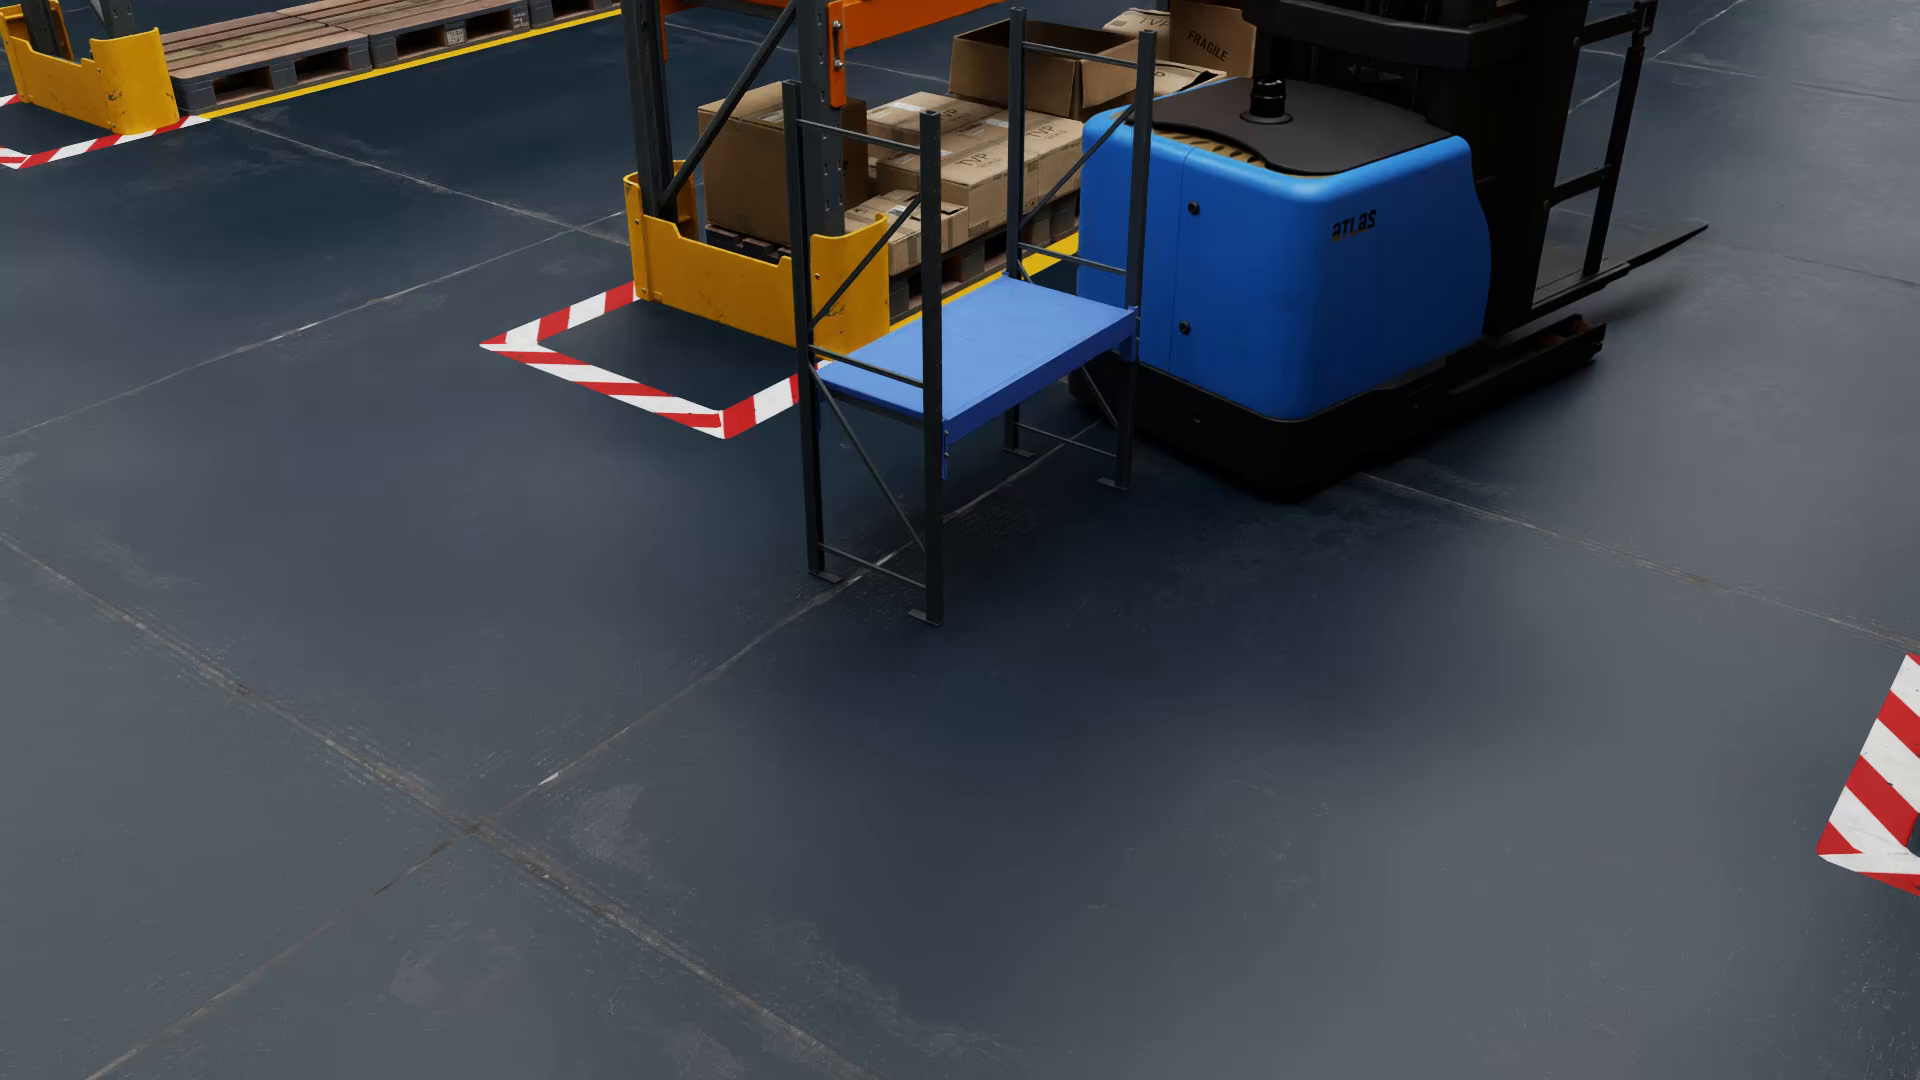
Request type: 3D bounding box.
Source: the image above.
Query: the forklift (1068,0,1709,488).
[{"bbox_3d":[1.839,-2.052,5.837,3.031,2.935,1.130,-24,38,-34],"label":"forklift"}]

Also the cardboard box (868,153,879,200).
[{"bbox_3d":[-0.419,-1.585,7.330,0.380,0.166,0.250,21,37,31],"label":"cardboard box"}]

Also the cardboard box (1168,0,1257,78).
[{"bbox_3d":[1.430,-2.602,8.719,0.500,0.500,0.500,21,37,31],"label":"cardboard box"}]

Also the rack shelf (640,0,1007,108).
[{"bbox_3d":[0.340,-2.685,7.543,1.077,0.370,4.000,21,37,31],"label":"rack shelf"}]

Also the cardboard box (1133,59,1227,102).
[{"bbox_3d":[0.977,-2.216,8.253,0.500,0.311,0.500,21,37,31],"label":"cardboard box"}]

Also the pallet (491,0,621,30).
[{"bbox_3d":[-2.812,-3.823,11.493,1.003,0.211,1.213,21,37,31],"label":"pallet"}]

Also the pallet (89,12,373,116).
[{"bbox_3d":[-4.285,-2.831,9.819,1.003,0.211,1.213,21,37,31],"label":"pallet"}]

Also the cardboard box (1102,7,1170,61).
[{"bbox_3d":[1.121,-2.736,9.129,0.500,0.311,0.500,21,37,31],"label":"cardboard box"}]

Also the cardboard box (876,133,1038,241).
[{"bbox_3d":[-0.011,-1.524,7.146,0.500,0.250,0.500,21,37,31],"label":"cardboard box"}]

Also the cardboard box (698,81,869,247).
[{"bbox_3d":[-0.735,-1.592,7.014,0.500,0.500,0.500,21,37,31],"label":"cardboard box"}]

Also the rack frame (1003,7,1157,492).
[{"bbox_3d":[0.358,-0.887,5.275,0.500,1.500,0.032,21,37,31],"label":"rack frame"}]

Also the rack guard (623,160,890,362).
[{"bbox_3d":[-0.821,-1.137,6.678,1.175,0.500,0.348,21,37,31],"label":"rack guard"}]

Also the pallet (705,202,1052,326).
[{"bbox_3d":[-0.341,-1.337,7.299,1.003,0.211,1.213,21,37,31],"label":"pallet"}]

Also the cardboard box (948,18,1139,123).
[{"bbox_3d":[0.417,-2.157,7.965,0.797,0.503,0.637,21,37,31],"label":"cardboard box"}]

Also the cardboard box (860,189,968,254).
[{"bbox_3d":[-0.190,-1.318,6.879,0.380,0.166,0.250,21,37,31],"label":"cardboard box"}]

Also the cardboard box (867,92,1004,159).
[{"bbox_3d":[-0.138,-1.861,7.714,0.500,0.250,0.500,21,37,31],"label":"cardboard box"}]

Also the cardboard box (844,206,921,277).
[{"bbox_3d":[-0.341,-1.208,6.712,0.380,0.149,0.250,21,37,31],"label":"cardboard box"}]

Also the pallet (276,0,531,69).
[{"bbox_3d":[-3.548,-3.325,10.653,1.003,0.211,1.213,21,37,31],"label":"pallet"}]

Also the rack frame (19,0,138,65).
[{"bbox_3d":[-4.814,-3.707,8.563,1.000,3.000,0.127,21,37,31],"label":"rack frame"}]

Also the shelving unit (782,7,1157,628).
[{"bbox_3d":[0.051,-0.680,4.926,0.538,1.500,1.048,21,37,31],"label":"shelving unit"}]

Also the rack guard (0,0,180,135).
[{"bbox_3d":[-4.818,-2.618,9.177,1.175,0.500,0.348,21,37,31],"label":"rack guard"}]

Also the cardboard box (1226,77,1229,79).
[{"bbox_3d":[1.251,-2.280,8.520,0.380,0.149,0.250,21,37,31],"label":"cardboard box"}]

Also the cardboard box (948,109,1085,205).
[{"bbox_3d":[0.291,-1.728,7.489,0.500,0.250,0.500,21,37,31],"label":"cardboard box"}]

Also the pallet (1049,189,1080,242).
[{"bbox_3d":[0.396,-1.830,8.132,1.003,0.211,1.213,21,37,31],"label":"pallet"}]

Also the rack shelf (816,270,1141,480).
[{"bbox_3d":[0.051,-0.525,5.018,0.538,0.185,1.000,21,37,31],"label":"rack shelf"}]

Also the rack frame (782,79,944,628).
[{"bbox_3d":[-0.255,-0.473,4.577,0.500,1.500,0.032,21,37,31],"label":"rack frame"}]

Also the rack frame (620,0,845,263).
[{"bbox_3d":[-0.867,-2.181,5.988,1.000,3.000,0.127,21,37,31],"label":"rack frame"}]

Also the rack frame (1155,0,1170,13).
[{"bbox_3d":[1.547,-3.807,8.732,1.000,3.000,0.127,21,37,31],"label":"rack frame"}]
